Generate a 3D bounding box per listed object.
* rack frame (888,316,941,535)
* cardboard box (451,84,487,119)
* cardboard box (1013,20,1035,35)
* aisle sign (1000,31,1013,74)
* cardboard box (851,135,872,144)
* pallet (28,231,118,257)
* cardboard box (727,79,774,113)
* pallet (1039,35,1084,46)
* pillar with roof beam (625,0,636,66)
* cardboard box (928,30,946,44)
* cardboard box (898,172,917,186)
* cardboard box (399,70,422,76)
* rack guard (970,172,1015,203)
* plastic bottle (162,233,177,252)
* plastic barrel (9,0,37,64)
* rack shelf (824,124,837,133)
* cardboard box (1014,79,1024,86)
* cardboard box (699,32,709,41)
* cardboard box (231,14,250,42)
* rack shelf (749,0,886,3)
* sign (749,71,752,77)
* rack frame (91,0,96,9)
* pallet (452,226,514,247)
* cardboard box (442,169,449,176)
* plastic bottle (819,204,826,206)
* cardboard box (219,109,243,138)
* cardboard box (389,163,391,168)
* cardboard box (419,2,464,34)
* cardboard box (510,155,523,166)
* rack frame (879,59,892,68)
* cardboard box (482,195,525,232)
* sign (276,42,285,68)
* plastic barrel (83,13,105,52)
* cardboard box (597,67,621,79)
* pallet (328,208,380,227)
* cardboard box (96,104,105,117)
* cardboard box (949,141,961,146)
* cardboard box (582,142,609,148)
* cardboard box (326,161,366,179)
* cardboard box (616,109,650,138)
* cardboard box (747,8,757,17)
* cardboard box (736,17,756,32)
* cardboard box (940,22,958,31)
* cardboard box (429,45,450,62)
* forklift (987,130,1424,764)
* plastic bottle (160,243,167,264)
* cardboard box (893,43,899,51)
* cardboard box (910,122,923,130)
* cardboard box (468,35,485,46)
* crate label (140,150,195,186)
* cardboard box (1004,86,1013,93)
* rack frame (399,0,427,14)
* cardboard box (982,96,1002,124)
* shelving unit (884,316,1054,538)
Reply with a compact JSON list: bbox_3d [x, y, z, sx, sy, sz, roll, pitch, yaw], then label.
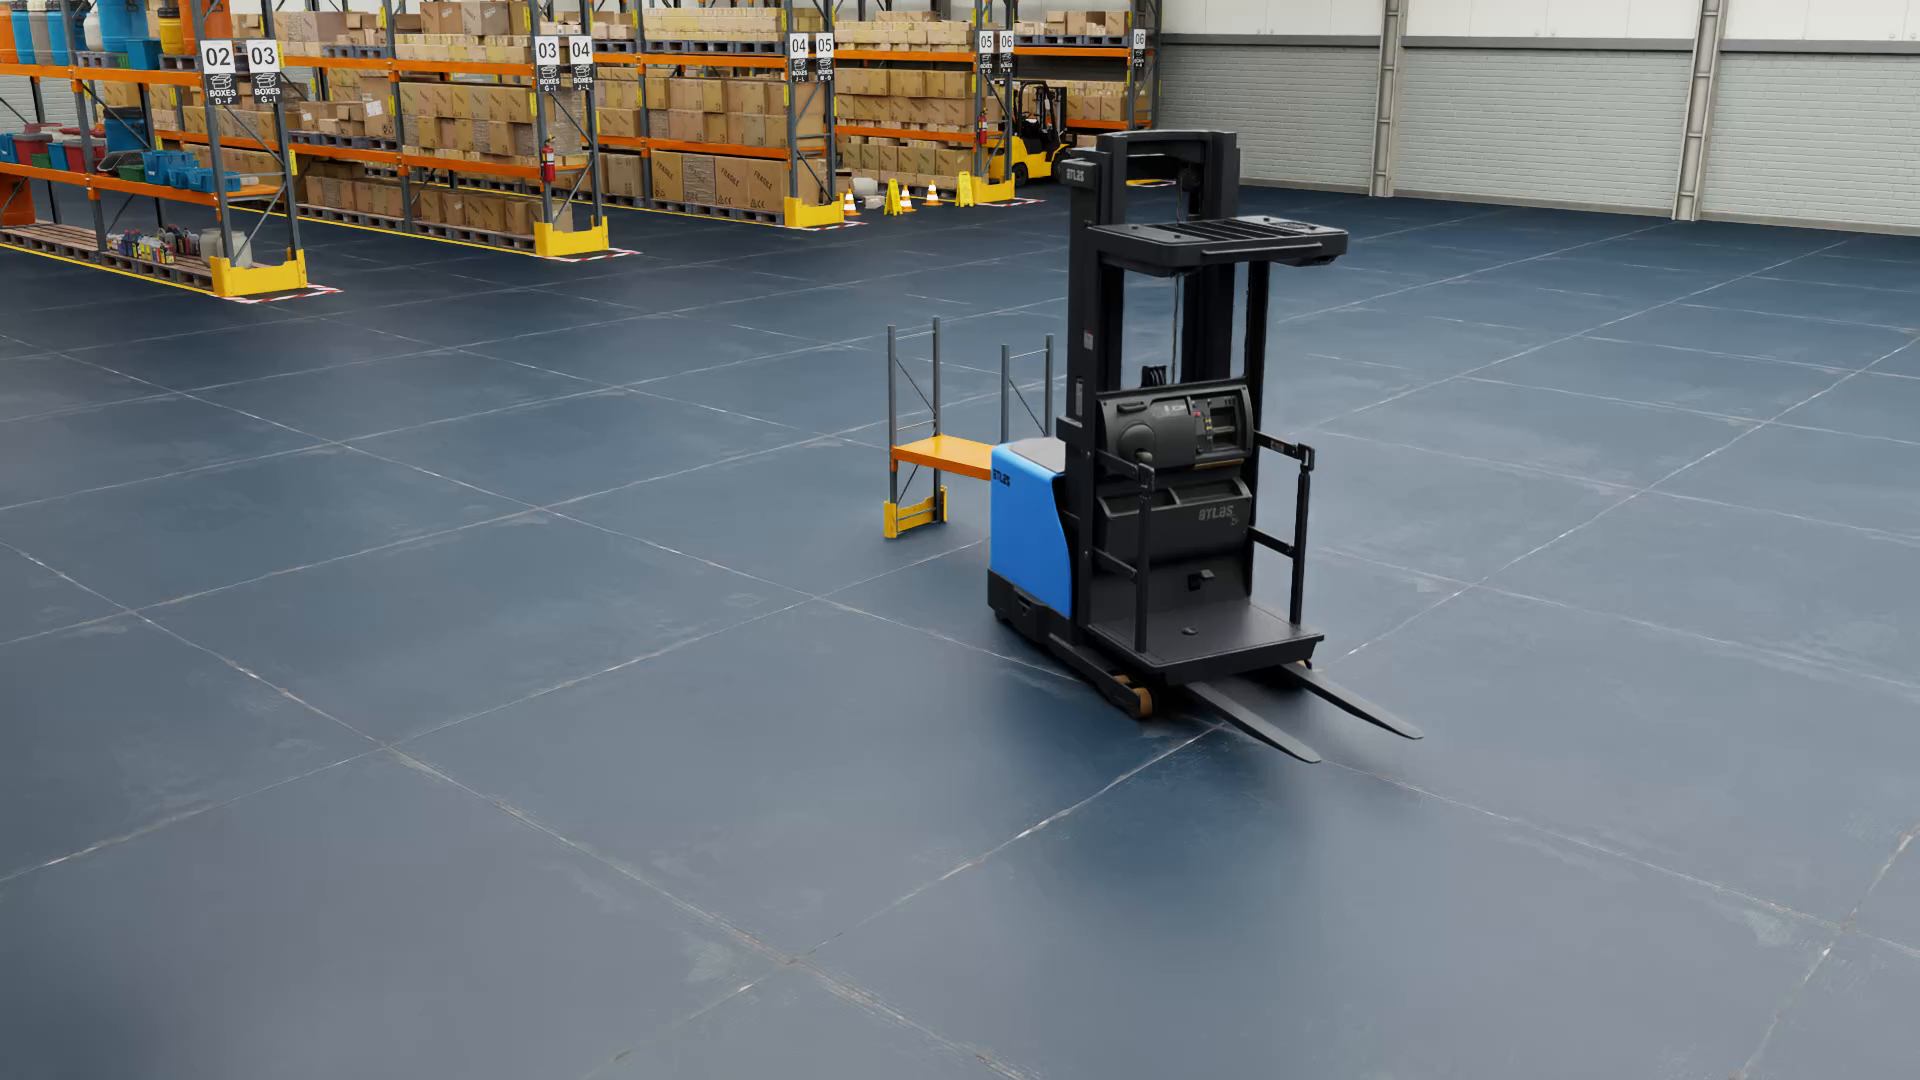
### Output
[{"bbox_3d":[-0.316,-0.800,11.726,0.032,1.500,0.500,15,23,39],"label":"rack frame"},{"bbox_3d":[-7.624,-6.892,26.133,0.500,0.500,0.500,15,23,39],"label":"cardboard box"},{"bbox_3d":[1.409,-11.451,37.137,0.500,0.311,0.500,16,23,40],"label":"cardboard box"},{"bbox_3d":[0.900,-9.408,32.073,0.004,0.787,0.394,15,23,39],"label":"aisle sign"},{"bbox_3d":[-2.028,-8.252,34.268,0.250,0.149,0.380,15,23,40],"label":"cardboard box"},{"bbox_3d":[-13.739,-4.616,25.882,1.213,0.211,1.003,15,23,39],"label":"pallet"},{"bbox_3d":[-3.615,-7.873,29.501,0.550,0.550,0.875,15,23,39],"label":"cardboard box"},{"bbox_3d":[2.512,-11.015,36.623,1.213,0.211,1.003,15,23,39],"label":"pallet"},{"bbox_3d":[-12.303,-15.078,44.320,0.400,9.000,9.100,15,23,39],"label":"pillar with roof beam"},{"bbox_3d":[-0.280,-9.757,32.269,0.500,0.250,0.500,15,23,39],"label":"cardboard box"},{"bbox_3d":[-0.912,-7.312,33.617,0.500,0.250,0.500,14,22,37],"label":"cardboard box"},{"bbox_3d":[-12.068,-10.080,36.177,0.500,0.500,0.500,14,22,37],"label":"cardboard box"},{"bbox_3d":[0.591,-6.935,32.711,0.348,0.500,1.175,15,23,39],"label":"rack guard"},{"bbox_3d":[-11.472,-4.322,24.120,0.135,0.276,0.152,15,23,39],"label":"plastic bottle"},{"bbox_3d":[-13.712,-7.536,24.684,0.708,0.901,0.600,15,23,39],"label":"plastic barrel"},{"bbox_3d":[-3.840,-8.973,36.189,4.000,0.370,1.077,15,23,39],"label":"rack shelf"},{"bbox_3d":[1.442,-10.324,37.529,0.250,0.149,0.380,14,23,38],"label":"cardboard box"},{"bbox_3d":[-4.369,-8.877,29.293,0.250,0.149,0.380,15,23,40],"label":"cardboard box"},{"bbox_3d":[-13.121,-9.413,30.567,0.500,0.500,0.500,17,24,42],"label":"cardboard box"},{"bbox_3d":[-3.539,-13.569,41.414,4.000,0.370,1.077,15,23,39],"label":"rack shelf"},{"bbox_3d":[-5.390,-11.933,42.895,0.005,0.325,0.100,15,23,39],"label":"sign"},{"bbox_3d":[-17.897,-11.941,34.435,0.127,3.000,1.000,15,23,39],"label":"rack frame"},{"bbox_3d":[-7.479,-4.971,27.001,1.213,0.211,1.003,15,23,39],"label":"pallet"},{"bbox_3d":[-10.764,-8.075,35.608,0.500,0.500,0.500,16,24,42],"label":"cardboard box"},{"bbox_3d":[-2.698,-6.360,31.624,0.283,0.061,0.133,7,19,21],"label":"plastic bottle"},{"bbox_3d":[-13.586,-7.873,31.370,0.500,0.500,0.500,16,23,40],"label":"cardboard box"},{"bbox_3d":[-12.552,-8.413,37.255,0.250,0.149,0.380,14,23,38],"label":"cardboard box"},{"bbox_3d":[-8.416,-8.497,27.058,0.500,0.500,0.500,14,22,38],"label":"cardboard box"},{"bbox_3d":[-6.688,-5.849,25.571,0.250,0.149,0.380,15,23,39],"label":"cardboard box"},{"bbox_3d":[-2.043,-10.841,40.887,0.127,3.000,1.000,15,23,39],"label":"rack frame"},{"bbox_3d":[-7.311,-5.249,26.705,0.500,0.500,0.500,-16,23,-41],"label":"cardboard box"},{"bbox_3d":[-8.849,-6.306,21.623,0.005,0.325,0.100,15,23,39],"label":"sign"},{"bbox_3d":[-12.017,-7.104,23.273,0.421,0.512,0.421,0,18,0],"label":"plastic barrel"},{"bbox_3d":[-8.189,-10.891,39.227,0.500,0.500,0.500,15,23,40],"label":"cardboard box"},{"bbox_3d":[-10.422,-5.744,29.435,1.213,0.211,1.003,15,23,39],"label":"pallet"},{"bbox_3d":[-17.717,-8.994,34.824,0.500,0.250,0.500,14,23,38],"label":"cardboard box"},{"bbox_3d":[-0.025,-9.366,39.470,0.625,0.625,0.875,15,23,39],"label":"cardboard box"},{"bbox_3d":[-8.726,-9.650,40.674,0.875,0.438,0.875,15,23,38],"label":"cardboard box"},{"bbox_3d":[-10.989,-6.619,29.748,0.500,0.250,0.500,-15,23,-40],"label":"cardboard box"},{"bbox_3d":[-6.121,-7.866,31.347,0.500,0.500,0.500,15,23,39],"label":"cardboard box"},{"bbox_3d":[-3.417,-9.002,28.369,0.250,0.149,0.380,16,23,40],"label":"cardboard box"},{"bbox_3d":[-3.487,-8.855,28.565,0.500,0.250,0.500,15,23,39],"label":"cardboard box"},{"bbox_3d":[-0.171,-9.910,32.091,0.250,0.149,0.380,15,23,39],"label":"cardboard box"},{"bbox_3d":[-7.991,-7.675,26.199,0.500,0.250,0.500,14,22,37],"label":"cardboard box"},{"bbox_3d":[1.266,-0.609,8.758,1.130,2.935,3.031,-8,19,-25],"label":"forklift"},{"bbox_3d":[-10.982,-3.952,22.943,0.133,0.283,0.061,16,23,41],"label":"plastic bottle"},{"bbox_3d":[-1.119,-9.796,33.049,0.250,0.149,0.380,15,23,40],"label":"cardboard box"},{"bbox_3d":[-0.777,-8.259,33.166,0.250,0.149,0.380,15,23,39],"label":"cardboard box"},{"bbox_3d":[-7.313,-7.665,25.510,0.250,0.149,0.380,14,22,37],"label":"cardboard box"},{"bbox_3d":[-10.774,-5.074,22.655,0.616,0.435,0.502,15,23,39],"label":"crate label"},{"bbox_3d":[1.207,-10.220,37.691,0.250,0.149,0.380,16,23,41],"label":"cardboard box"},{"bbox_3d":[-11.537,-12.240,35.376,0.127,3.000,1.000,15,23,39],"label":"rack frame"},{"bbox_3d":[0.478,-8.459,32.722,0.500,0.500,0.500,15,23,38],"label":"cardboard box"},{"bbox_3d":[0.057,-0.700,11.410,1.083,1.500,0.587,15,23,39],"label":"shelving unit"}]
